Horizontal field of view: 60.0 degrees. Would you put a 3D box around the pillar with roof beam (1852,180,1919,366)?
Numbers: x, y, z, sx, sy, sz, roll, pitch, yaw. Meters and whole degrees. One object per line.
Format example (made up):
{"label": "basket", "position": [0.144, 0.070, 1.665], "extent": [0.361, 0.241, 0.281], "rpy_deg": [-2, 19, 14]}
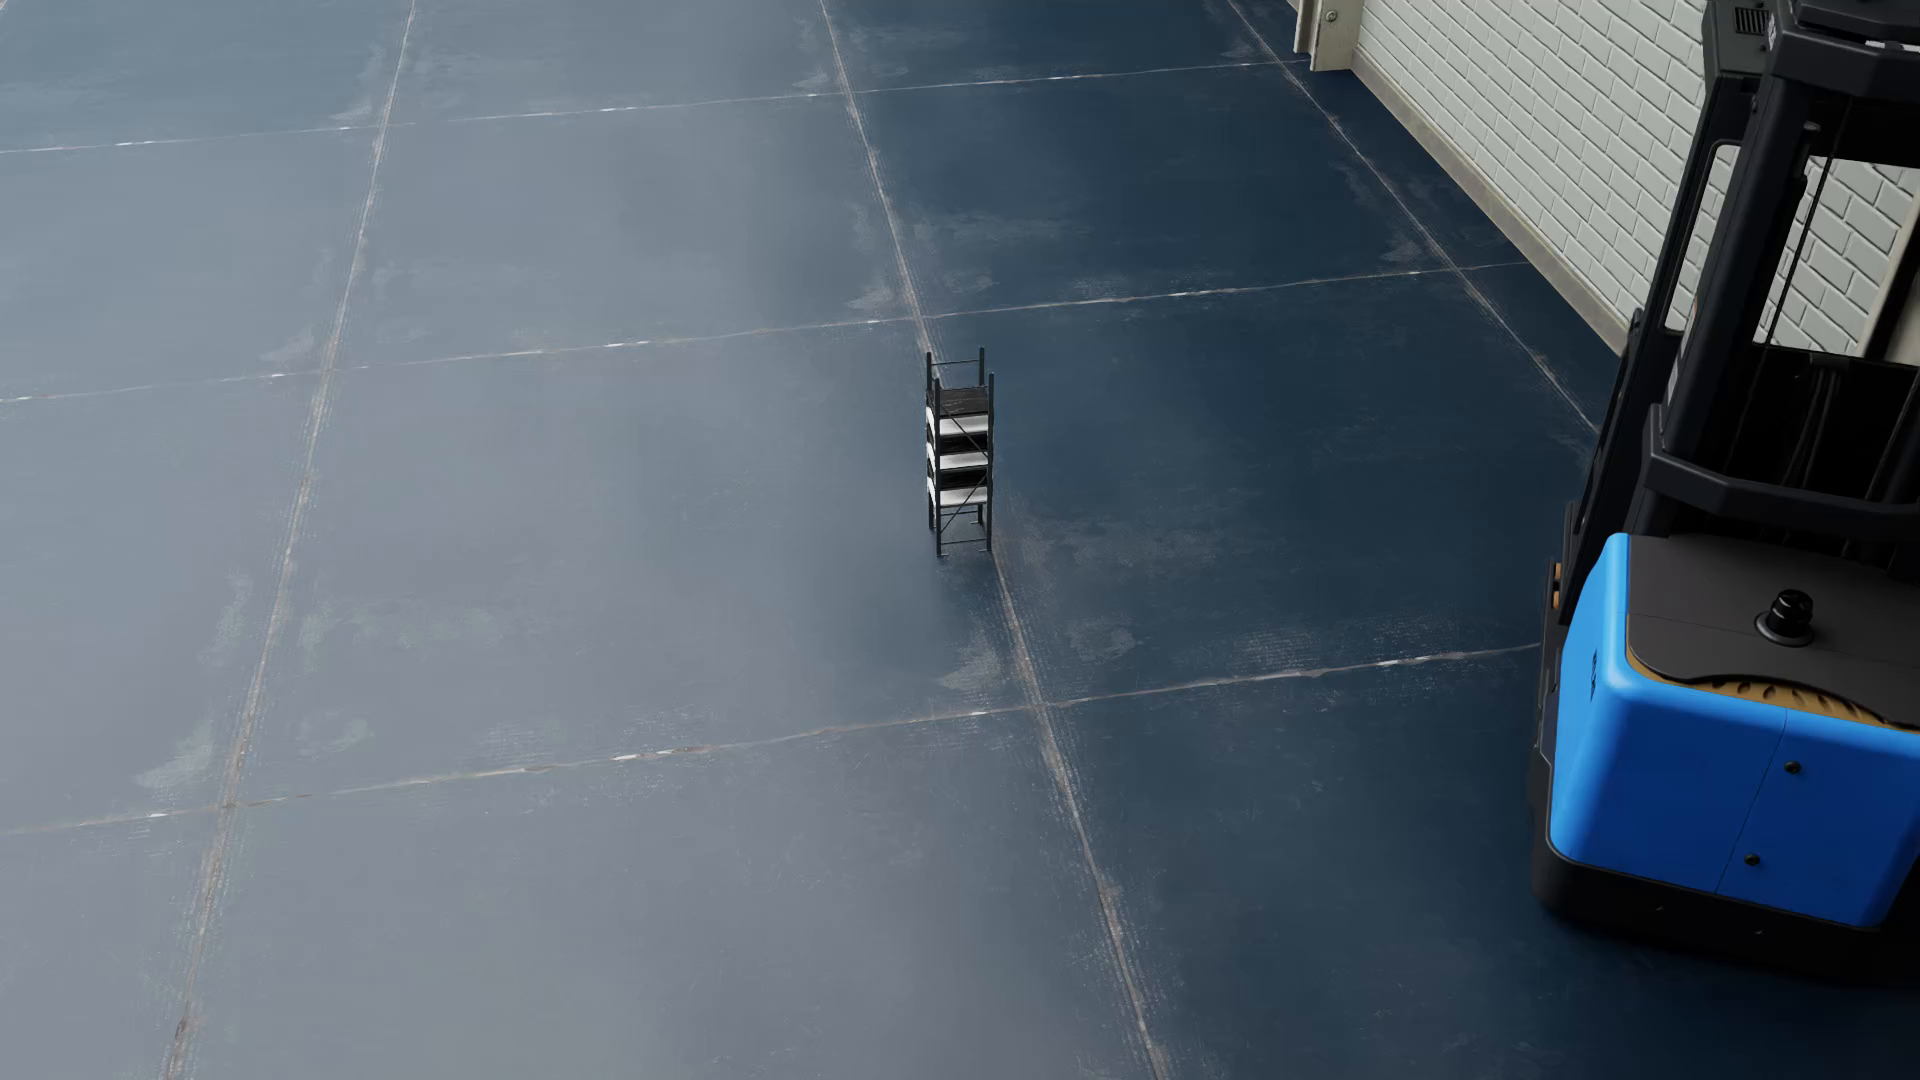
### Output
{"label": "pillar with roof beam", "position": [-0.659, -2.808, 3.530], "extent": [9.100, 9.000, 0.400], "rpy_deg": [-6, 38, -8]}

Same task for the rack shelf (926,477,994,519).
{"label": "rack shelf", "position": [-0.001, -0.192, 7.111], "extent": [0.258, 0.077, 0.200], "rpy_deg": [-6, 38, -8]}

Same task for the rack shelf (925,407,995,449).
{"label": "rack shelf", "position": [-0.001, -0.476, 6.890], "extent": [0.258, 0.077, 0.200], "rpy_deg": [-6, 38, -8]}

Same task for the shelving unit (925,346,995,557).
{"label": "shelving unit", "position": [-0.001, -0.360, 6.980], "extent": [0.258, 0.900, 0.210], "rpy_deg": [-6, 38, -8]}

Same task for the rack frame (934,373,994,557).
{"label": "rack frame", "position": [0.016, -0.299, 6.901], "extent": [0.240, 0.900, 0.006], "rpy_deg": [-6, 38, -8]}

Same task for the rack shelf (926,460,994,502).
{"label": "rack shelf", "position": [-0.001, -0.263, 7.056], "extent": [0.258, 0.077, 0.200], "rpy_deg": [-6, 38, -8]}

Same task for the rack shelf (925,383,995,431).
{"label": "rack shelf", "position": [-0.001, -0.547, 6.835], "extent": [0.258, 0.077, 0.200], "rpy_deg": [-6, 38, -8]}

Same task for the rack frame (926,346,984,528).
{"label": "rack frame", "position": [-0.019, -0.422, 7.059], "extent": [0.240, 0.900, 0.006], "rpy_deg": [-6, 38, -8]}

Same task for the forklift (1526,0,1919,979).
{"label": "forklift", "position": [2.877, -0.660, 5.710], "extent": [1.130, 2.935, 3.031], "rpy_deg": [12, 39, 14]}

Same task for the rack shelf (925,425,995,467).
{"label": "rack shelf", "position": [-0.001, -0.405, 6.945], "extent": [0.258, 0.077, 0.200], "rpy_deg": [-6, 38, -8]}

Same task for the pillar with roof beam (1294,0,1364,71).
{"label": "pillar with roof beam", "position": [-1.711, -6.432, 8.195], "extent": [9.100, 9.000, 0.400], "rpy_deg": [-6, 38, -8]}

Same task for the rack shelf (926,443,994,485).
{"label": "rack shelf", "position": [-0.001, -0.334, 7.001], "extent": [0.258, 0.077, 0.200], "rpy_deg": [-6, 38, -8]}
